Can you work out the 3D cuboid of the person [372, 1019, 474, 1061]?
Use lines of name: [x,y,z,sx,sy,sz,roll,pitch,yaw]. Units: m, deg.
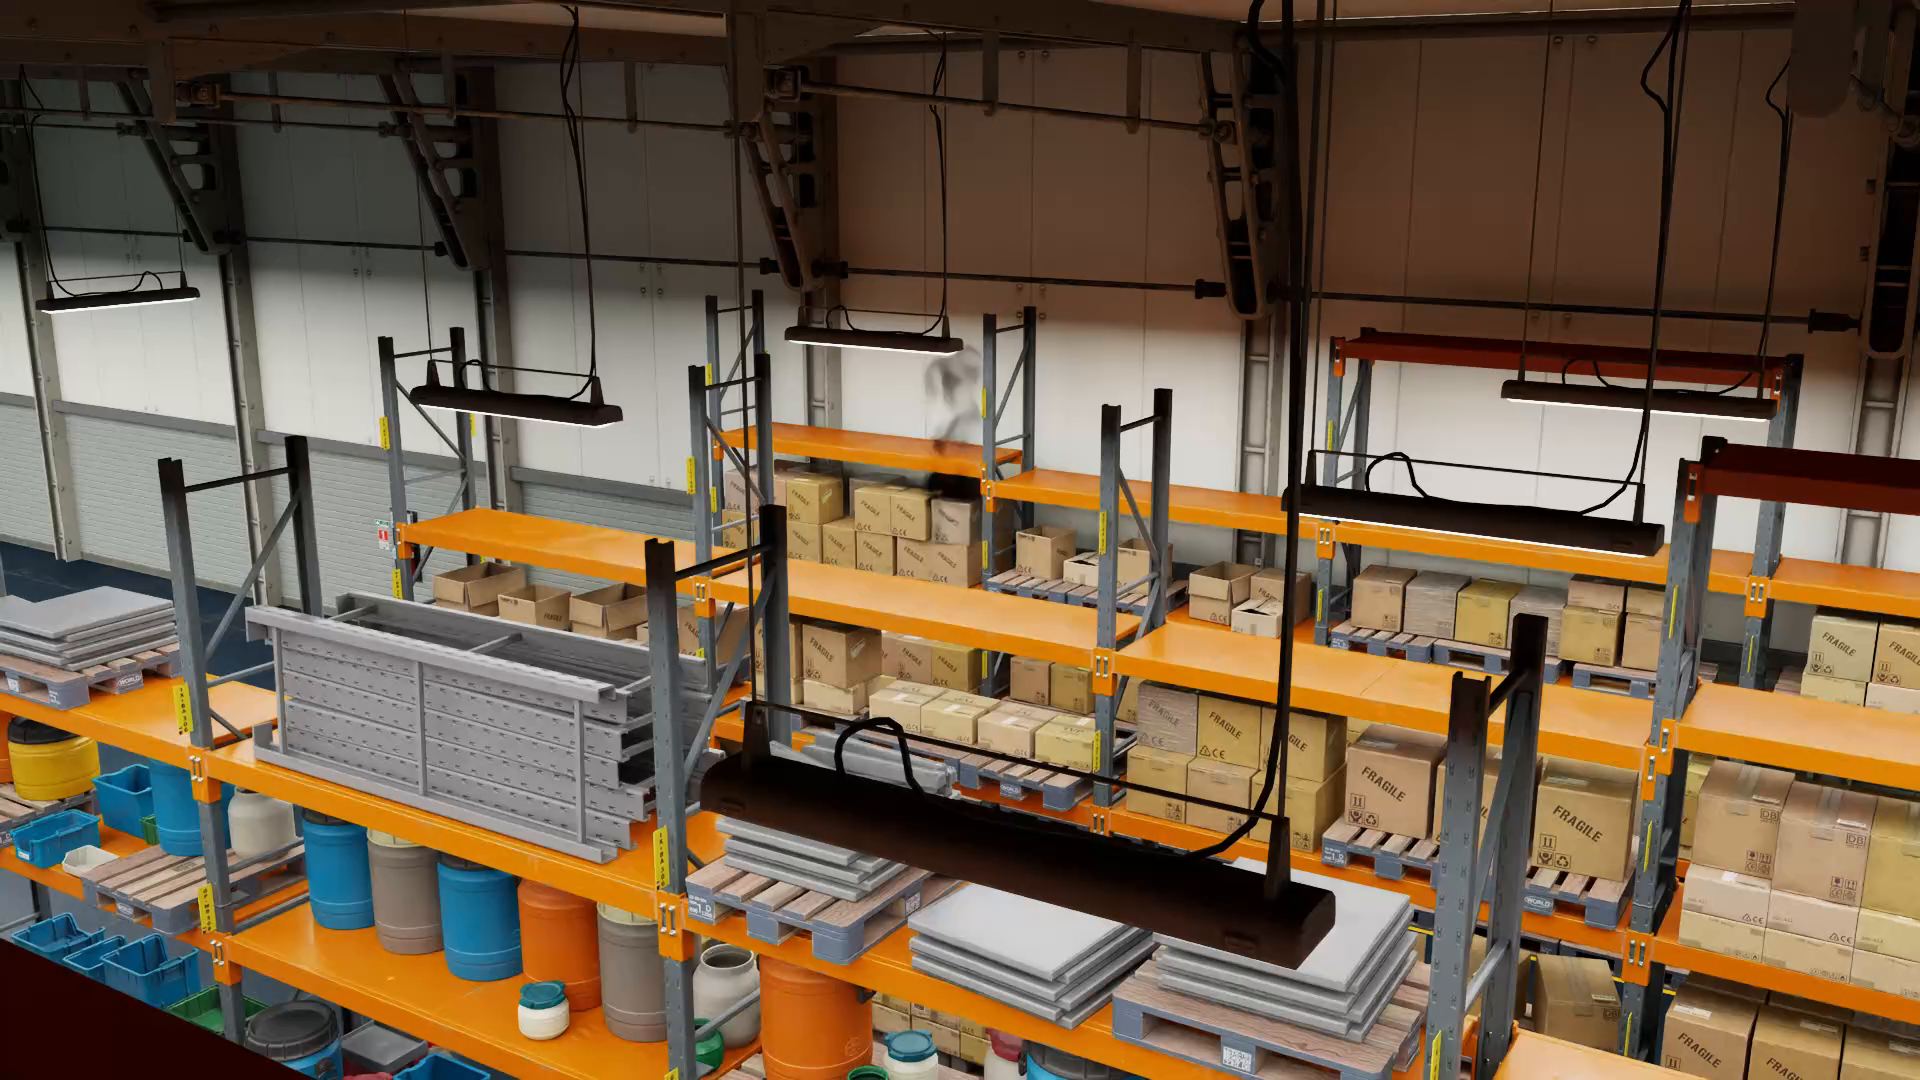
person: [-4.236,4.127,13.160,0.785,1.696,0.537,-5,15,-20]
